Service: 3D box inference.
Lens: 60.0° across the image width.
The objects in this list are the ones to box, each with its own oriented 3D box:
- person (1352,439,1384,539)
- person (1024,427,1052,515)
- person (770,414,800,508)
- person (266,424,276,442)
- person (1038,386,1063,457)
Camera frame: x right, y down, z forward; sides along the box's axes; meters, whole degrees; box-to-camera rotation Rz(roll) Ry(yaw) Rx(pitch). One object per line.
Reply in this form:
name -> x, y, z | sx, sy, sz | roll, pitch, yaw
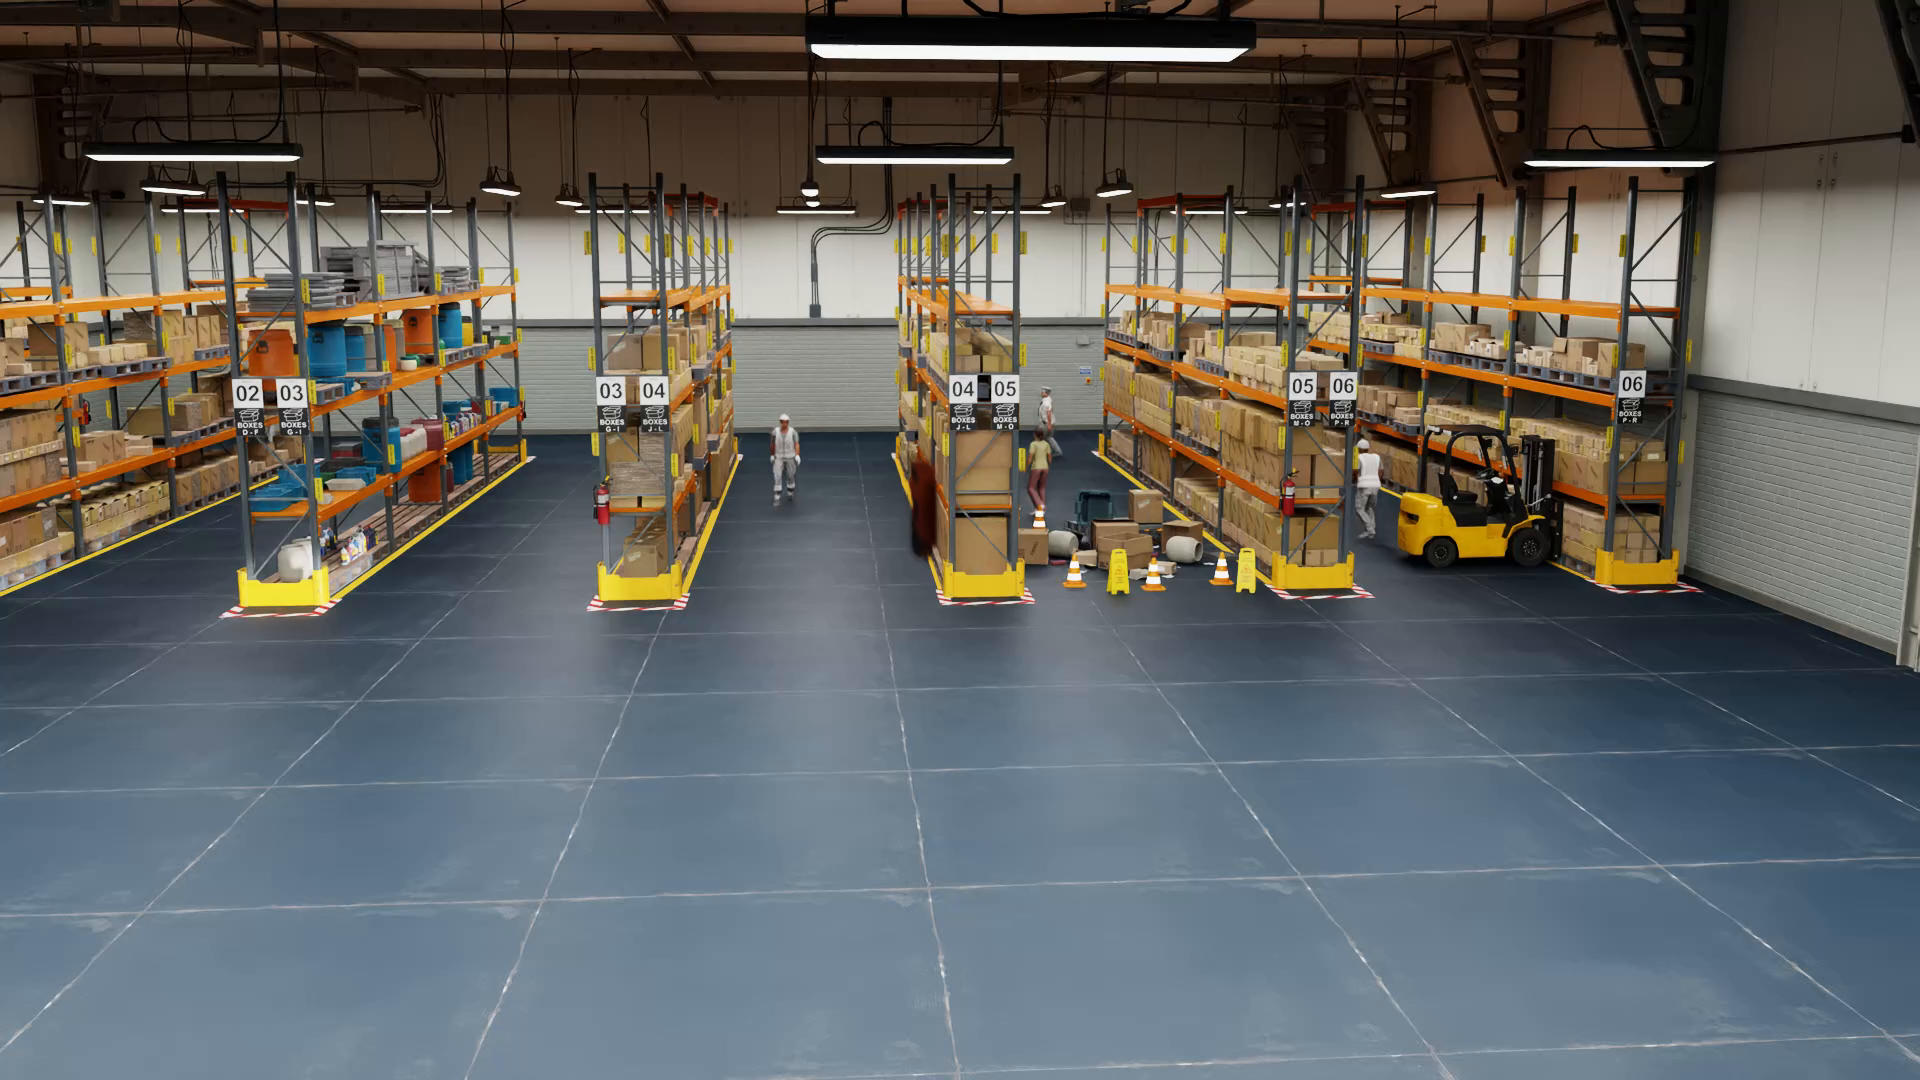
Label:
person -> 7.091, -0.871, 28.775 | 0.641, 1.692, 0.868 | -3, 10, -17
person -> 1.521, -1.292, 31.322 | 0.518, 1.646, 0.578 | -5, 11, -27
person -> -3.428, -1.578, 32.551 | 0.641, 1.790, 0.904 | 1, 10, 4
person -> -17.093, -3.030, 41.042 | 0.454, 1.612, 1.049 | 1, 10, 5
person -> 2.059, -2.784, 39.540 | 0.791, 1.746, 0.605 | 2, 10, 11
